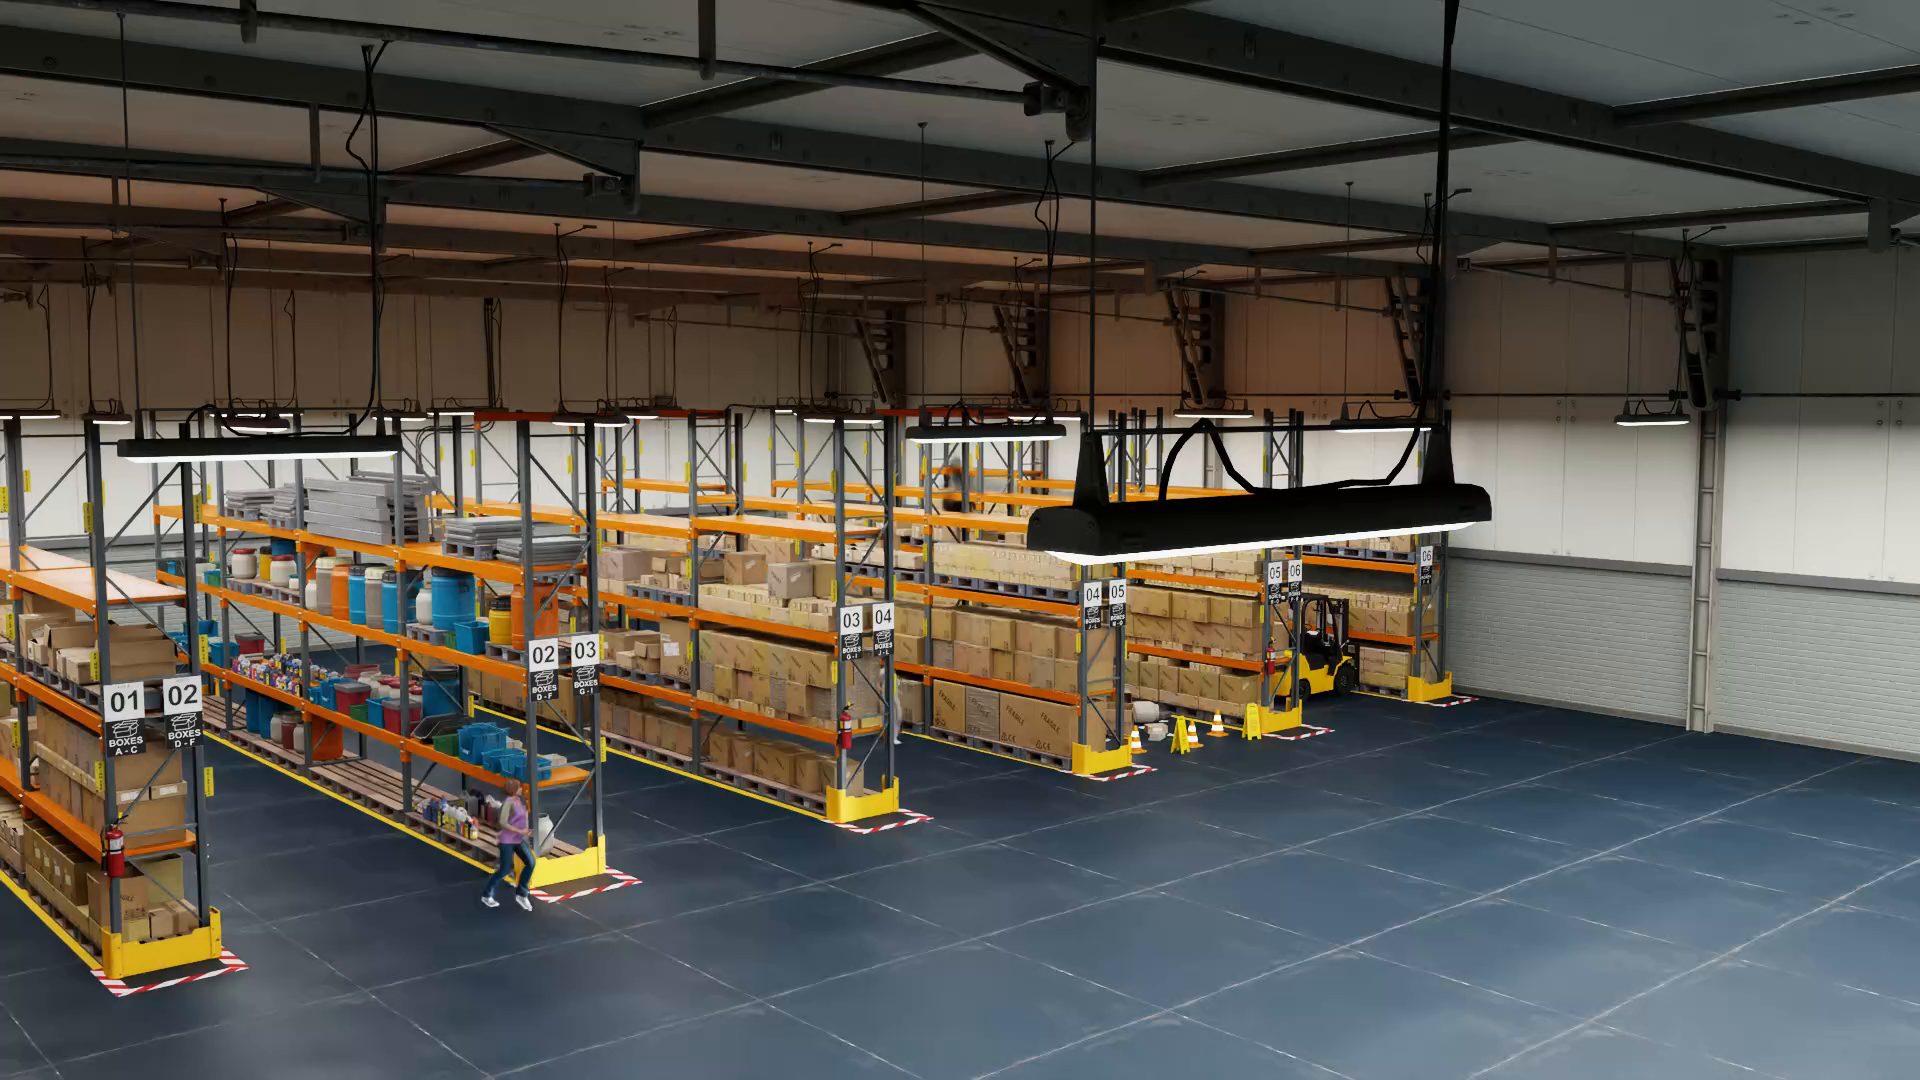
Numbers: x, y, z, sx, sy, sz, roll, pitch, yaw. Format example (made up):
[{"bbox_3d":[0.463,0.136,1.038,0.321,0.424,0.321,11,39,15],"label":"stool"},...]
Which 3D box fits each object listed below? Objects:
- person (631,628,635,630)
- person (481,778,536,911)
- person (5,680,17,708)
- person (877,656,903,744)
[{"bbox_3d":[-6.684,2.579,33.801,0.585,1.598,0.594,4,7,41],"label":"person"},{"bbox_3d":[-5.550,3.791,20.523,0.648,1.515,0.588,1,5,11],"label":"person"},{"bbox_3d":[-18.287,2.693,31.632,0.709,1.707,0.764,1,5,14],"label":"person"},{"bbox_3d":[-1.306,2.872,30.176,0.677,1.628,0.563,4,7,41],"label":"person"}]
